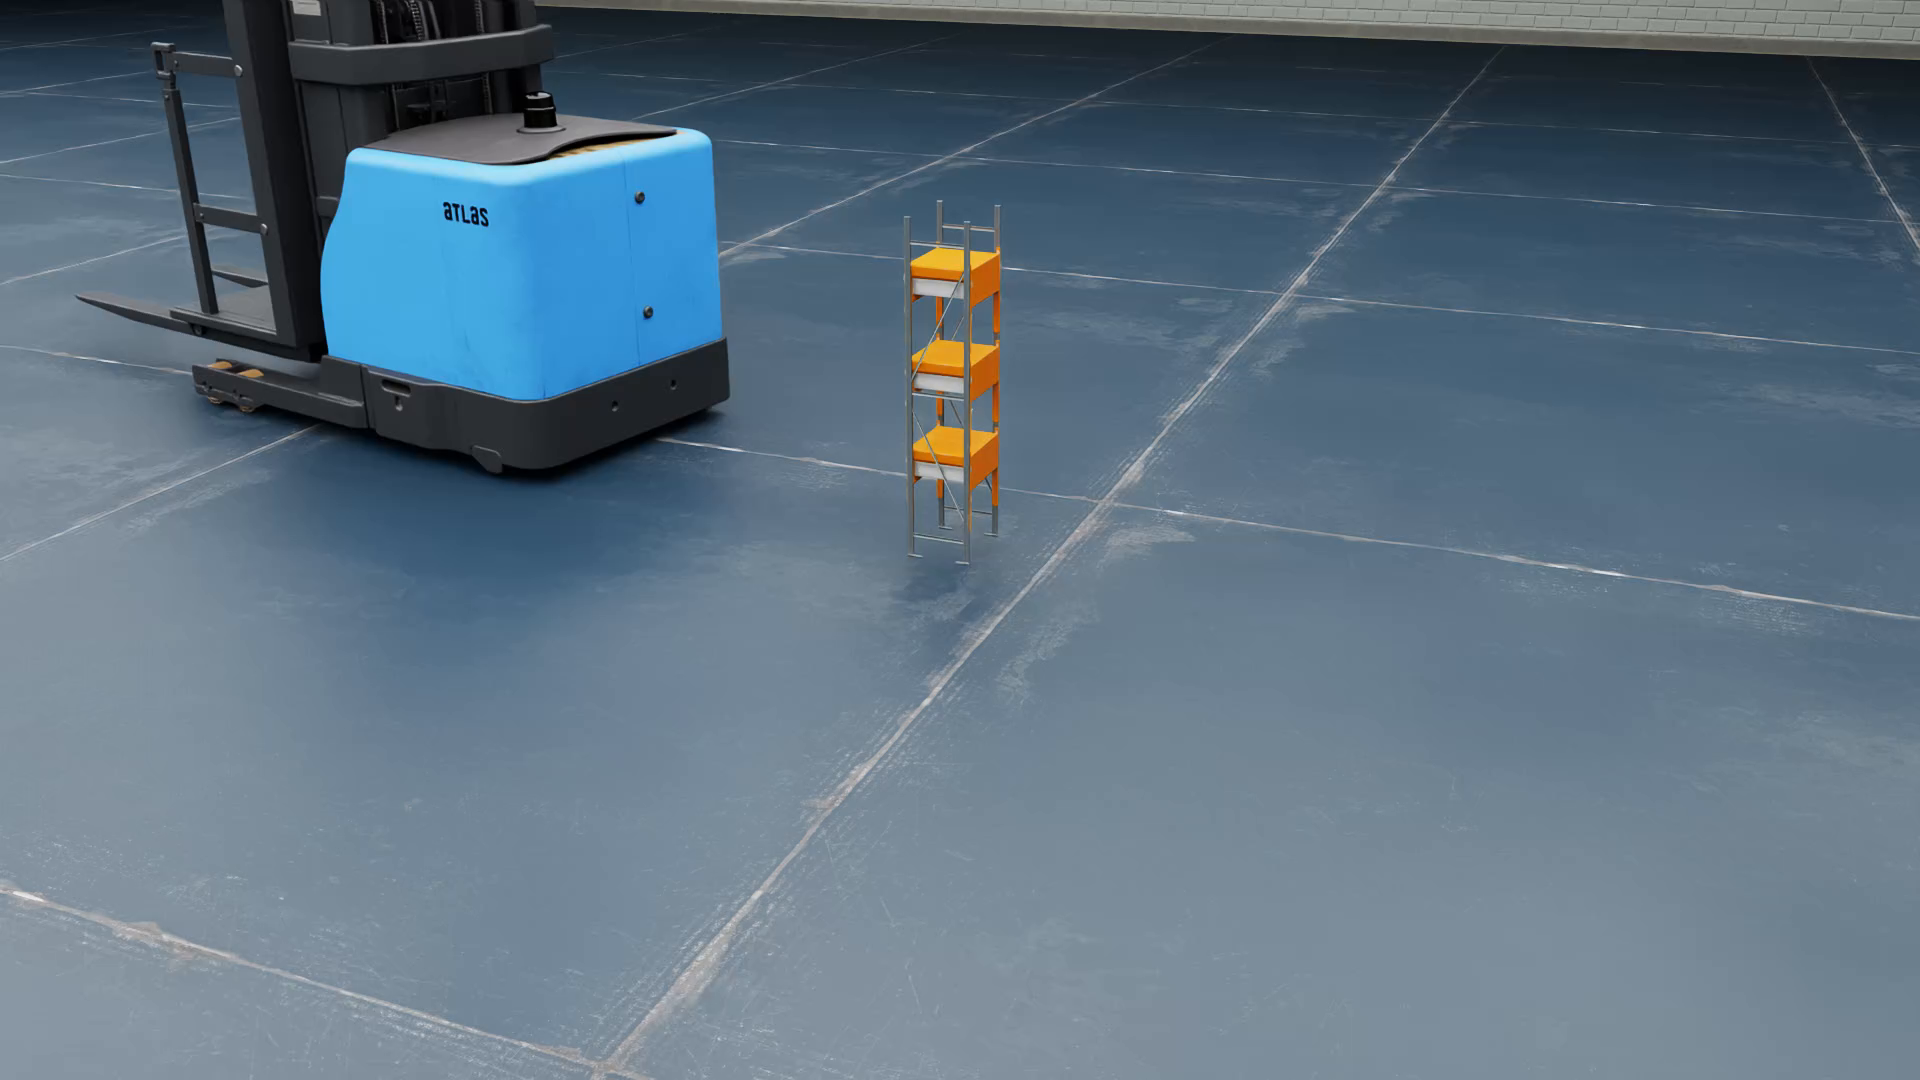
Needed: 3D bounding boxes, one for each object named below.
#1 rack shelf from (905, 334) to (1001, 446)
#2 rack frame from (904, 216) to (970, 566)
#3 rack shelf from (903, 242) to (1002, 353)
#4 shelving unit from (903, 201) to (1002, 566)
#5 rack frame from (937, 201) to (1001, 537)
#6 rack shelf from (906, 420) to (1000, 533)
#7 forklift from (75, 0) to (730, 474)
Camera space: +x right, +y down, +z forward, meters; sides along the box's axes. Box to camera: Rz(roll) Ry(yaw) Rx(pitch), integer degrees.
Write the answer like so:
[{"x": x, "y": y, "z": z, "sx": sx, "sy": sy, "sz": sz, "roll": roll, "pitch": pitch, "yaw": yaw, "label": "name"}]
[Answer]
[{"x": -0.020, "y": -0.456, "z": 5.006, "sx": 0.215, "sy": 0.259, "sz": 0.240, "roll": 9, "pitch": 24, "yaw": 20, "label": "rack shelf"}, {"x": -0.065, "y": -0.422, "z": 4.897, "sx": 0.200, "sy": 1.050, "sz": 0.008, "roll": 9, "pitch": 24, "yaw": 20, "label": "rack frame"}, {"x": -0.020, "y": -0.717, "z": 4.897, "sx": 0.215, "sy": 0.259, "sz": 0.240, "roll": 9, "pitch": 24, "yaw": 20, "label": "rack shelf"}, {"x": -0.020, "y": -0.465, "z": 5.002, "sx": 0.215, "sy": 1.050, "sz": 0.252, "roll": 9, "pitch": 24, "yaw": 20, "label": "shelving unit"}, {"x": 0.025, "y": -0.509, "z": 5.106, "sx": 0.200, "sy": 1.050, "sz": 0.008, "roll": 9, "pitch": 24, "yaw": 20, "label": "rack frame"}, {"x": -0.020, "y": -0.199, "z": 5.113, "sx": 0.215, "sy": 0.259, "sz": 0.240, "roll": 9, "pitch": 24, "yaw": 20, "label": "rack shelf"}, {"x": -2.395, "y": -1.998, "z": 6.230, "sx": 3.031, "sy": 2.935, "sz": 1.130, "roll": 14, "pitch": 27, "yaw": 30, "label": "forklift"}]
